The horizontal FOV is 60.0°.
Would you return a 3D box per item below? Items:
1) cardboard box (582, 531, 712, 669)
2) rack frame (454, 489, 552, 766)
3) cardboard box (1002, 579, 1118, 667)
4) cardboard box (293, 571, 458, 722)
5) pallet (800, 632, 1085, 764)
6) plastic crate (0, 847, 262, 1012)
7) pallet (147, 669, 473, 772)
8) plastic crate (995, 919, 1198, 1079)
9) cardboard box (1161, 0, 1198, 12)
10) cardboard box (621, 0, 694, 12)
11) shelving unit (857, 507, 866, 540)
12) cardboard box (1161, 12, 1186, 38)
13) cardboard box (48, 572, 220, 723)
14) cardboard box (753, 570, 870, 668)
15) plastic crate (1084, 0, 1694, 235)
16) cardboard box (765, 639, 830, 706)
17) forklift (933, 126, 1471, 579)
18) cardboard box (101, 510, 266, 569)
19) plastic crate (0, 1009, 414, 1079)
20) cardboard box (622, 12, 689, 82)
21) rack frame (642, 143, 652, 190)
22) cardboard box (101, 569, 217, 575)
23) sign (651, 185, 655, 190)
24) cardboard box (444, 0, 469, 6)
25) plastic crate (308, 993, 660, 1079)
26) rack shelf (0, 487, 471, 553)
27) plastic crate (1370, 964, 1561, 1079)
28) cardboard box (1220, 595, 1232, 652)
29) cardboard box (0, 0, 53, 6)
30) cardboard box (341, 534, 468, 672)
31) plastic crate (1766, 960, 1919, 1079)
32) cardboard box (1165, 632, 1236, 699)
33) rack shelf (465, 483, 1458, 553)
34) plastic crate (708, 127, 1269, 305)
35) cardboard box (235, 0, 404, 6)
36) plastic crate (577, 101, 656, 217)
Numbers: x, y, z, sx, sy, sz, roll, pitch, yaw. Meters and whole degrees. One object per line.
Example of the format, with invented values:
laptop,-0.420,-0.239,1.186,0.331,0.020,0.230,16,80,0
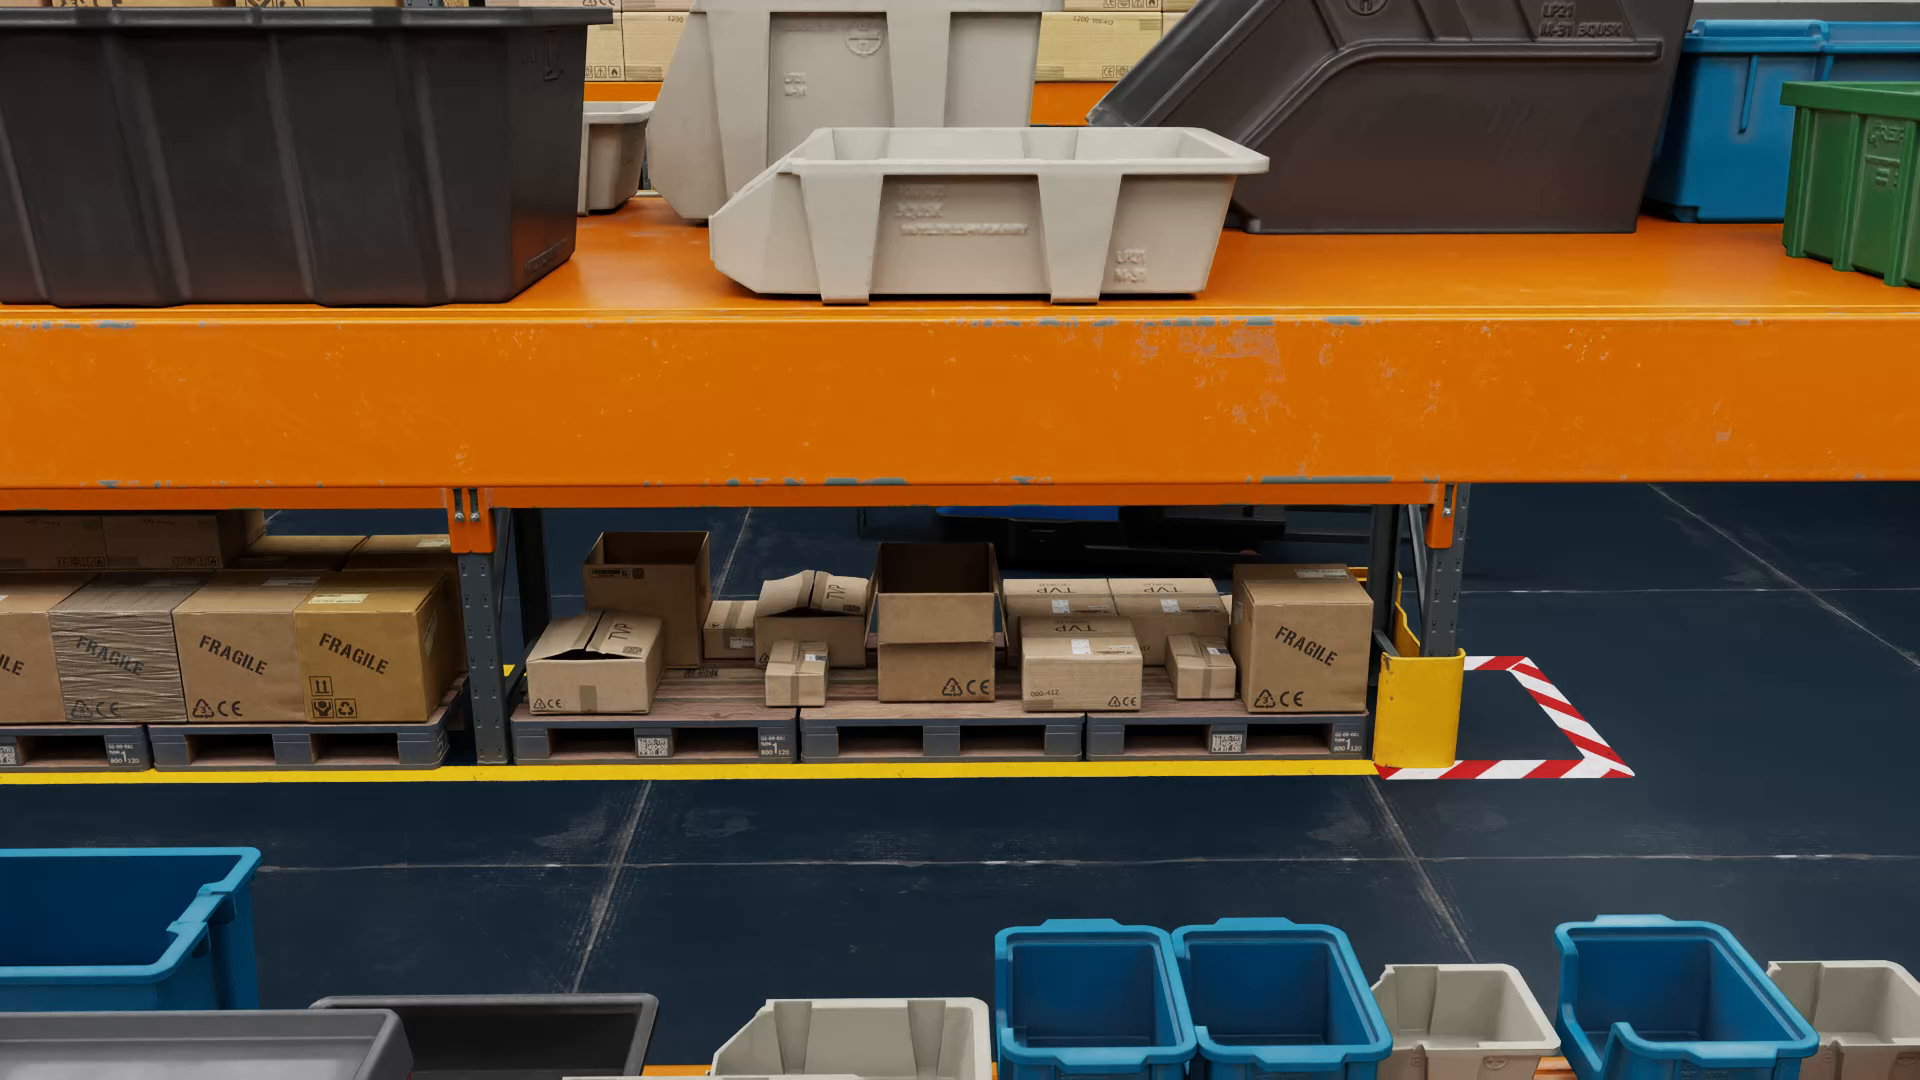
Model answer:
cardboard box,-1.429,0.270,7.669,0.500,0.500,0.500,0,18,-1
rack frame,-1.994,-0.622,7.075,0.127,3.000,1.000,0,18,-1
cardboard box,0.457,0.379,7.735,0.500,0.250,0.500,0,18,-1
cardboard box,-2.483,0.449,7.110,0.500,0.500,0.500,0,18,-1
pallet,-0.085,0.696,7.532,1.213,0.211,1.003,0,18,-1
plastic crate,-1.458,0.764,2.684,0.575,0.384,0.392,0,18,-1
pallet,-2.807,0.722,7.453,1.213,0.211,1.003,0,18,-1
plastic crate,0.211,0.831,2.721,0.300,0.233,0.416,0,18,-1
cardboard box,0.996,-2.153,6.366,0.500,0.250,0.500,0,18,-1
cardboard box,-1.004,-2.146,6.344,0.500,0.250,0.500,0,18,-1
shelving unit,-0.358,-0.602,9.959,0.503,1.200,0.258,2,18,7
cardboard box,0.996,-1.916,6.444,0.500,0.250,0.500,0,18,-1
cardboard box,-3.479,0.451,7.103,0.500,0.500,0.500,0,18,0
cardboard box,-0.679,0.356,7.709,0.500,0.311,0.500,0,18,-1
plastic crate,0.548,-0.604,2.209,0.767,0.338,0.504,0,18,-1
cardboard box,-0.706,0.575,7.264,0.250,0.166,0.380,0,18,-1
forklift,1.402,-1.344,9.438,3.031,2.935,1.130,2,18,7
cardboard box,-3.482,-0.065,7.485,0.500,0.250,0.500,0,18,-1
plastic crate,-1.023,0.904,2.115,0.583,0.464,0.402,0,18,-1
cardboard box,-1.004,-1.907,6.415,0.500,0.250,0.500,0,18,-1
rack frame,-2.076,-2.135,11.792,0.127,3.000,1.000,0,18,-1
cardboard box,-3.515,0.293,7.596,0.500,0.500,0.500,0,18,0
sign,-2.058,-2.483,11.110,0.005,0.325,0.100,0,18,-1
cardboard box,-3.513,-3.827,11.272,0.500,0.500,0.700,-1,18,-2
plastic crate,-0.805,0.906,2.665,0.590,0.125,0.437,0,18,-1
rack shelf,-3.994,-0.270,7.155,4.000,0.370,1.077,0,18,-1
plastic crate,0.827,0.849,2.824,0.298,0.136,0.250,0,18,-1
cardboard box,1.331,0.397,7.818,0.250,0.166,0.380,0,18,-1
cardboard box,-3.833,-2.358,6.562,0.600,0.600,0.600,-1,18,-3
cardboard box,-2.482,0.287,7.615,0.500,0.500,0.500,-1,18,-3
plastic crate,1.506,0.846,2.834,0.298,0.136,0.250,0,18,-1
cardboard box,1.059,0.551,7.338,0.250,0.166,0.380,0,18,-1
rack shelf,0.005,-0.289,7.215,4.000,0.370,1.077,0,18,-1
plastic crate,0.018,-0.345,1.734,0.530,0.136,0.437,0,18,-1
cardboard box,-2.499,-2.365,6.585,0.600,0.600,0.600,-2,18,-6
plastic crate,-0.654,-0.534,2.323,0.466,0.136,0.293,0,18,-1
